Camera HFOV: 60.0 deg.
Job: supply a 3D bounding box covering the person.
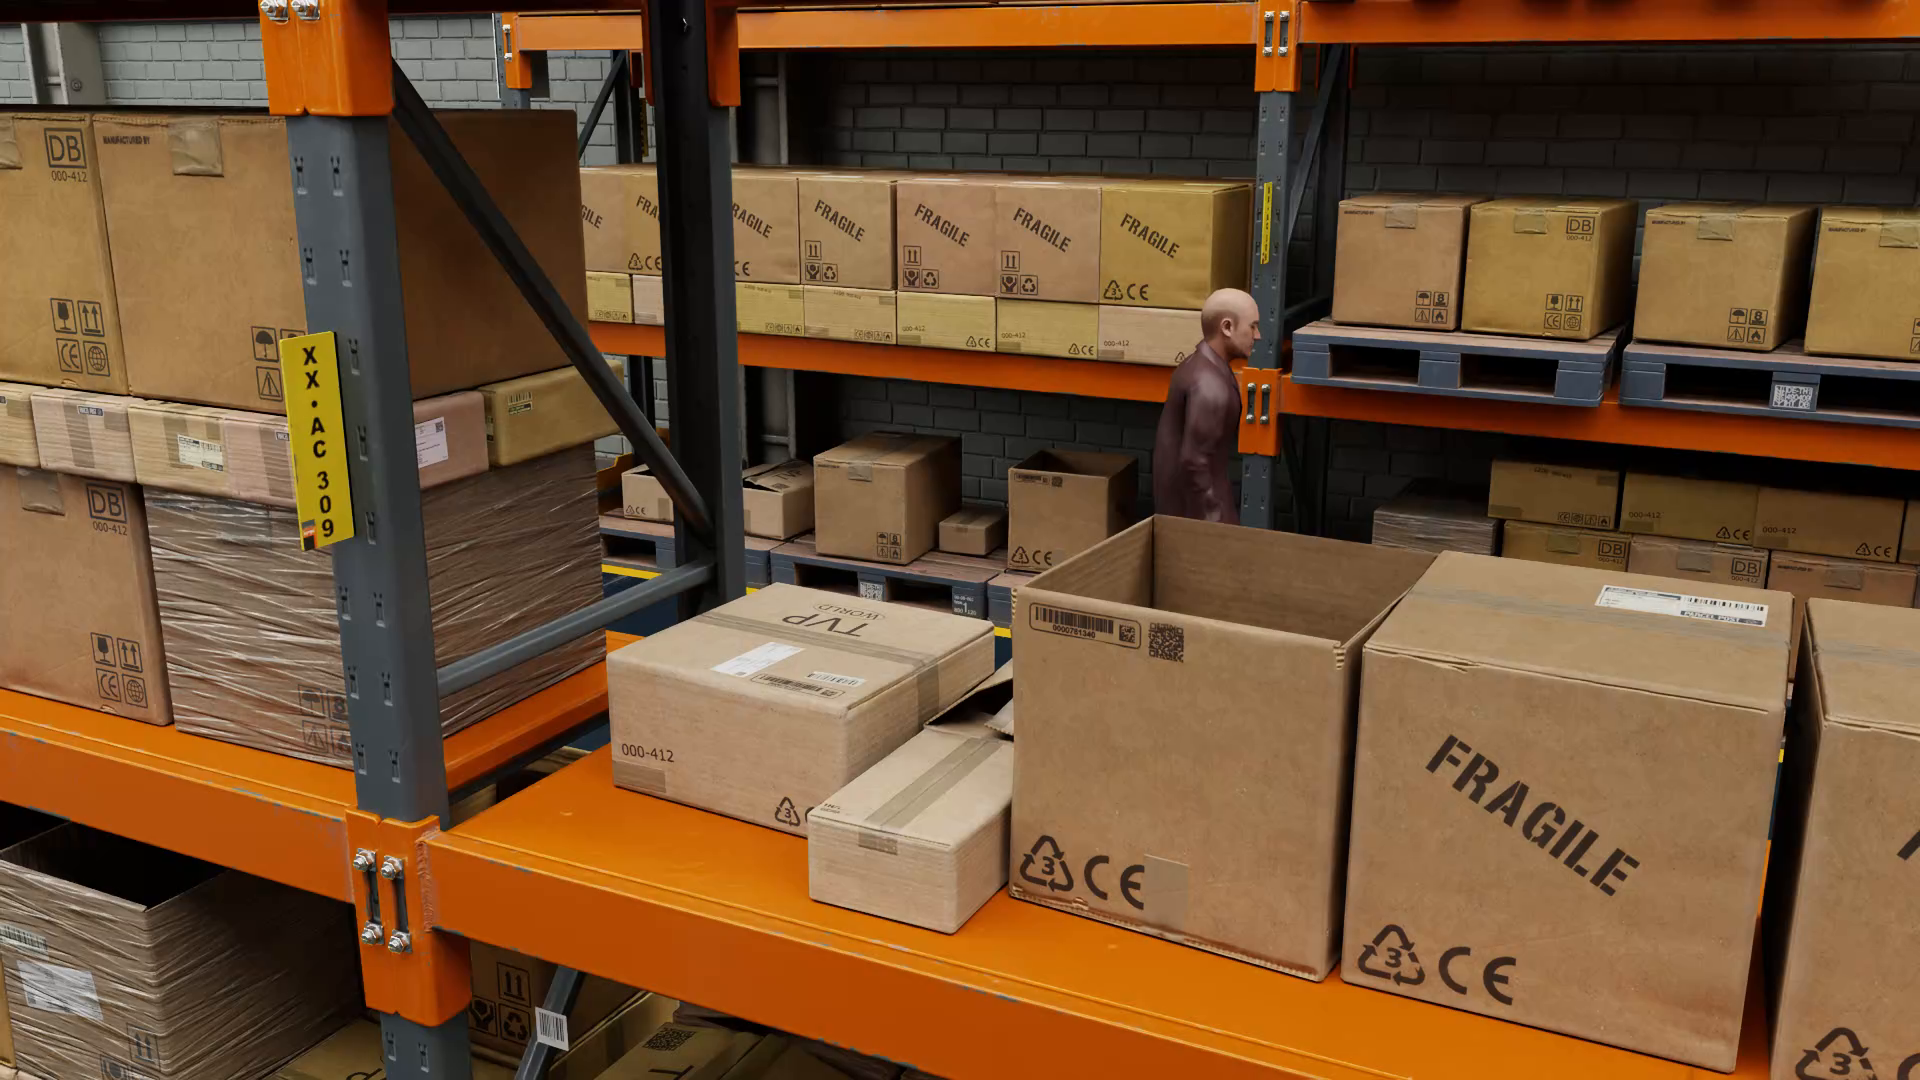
[{"bbox_3d":[0.931,-0.054,6.250,0.429,1.772,0.646,2,16,8],"label":"person"}]
